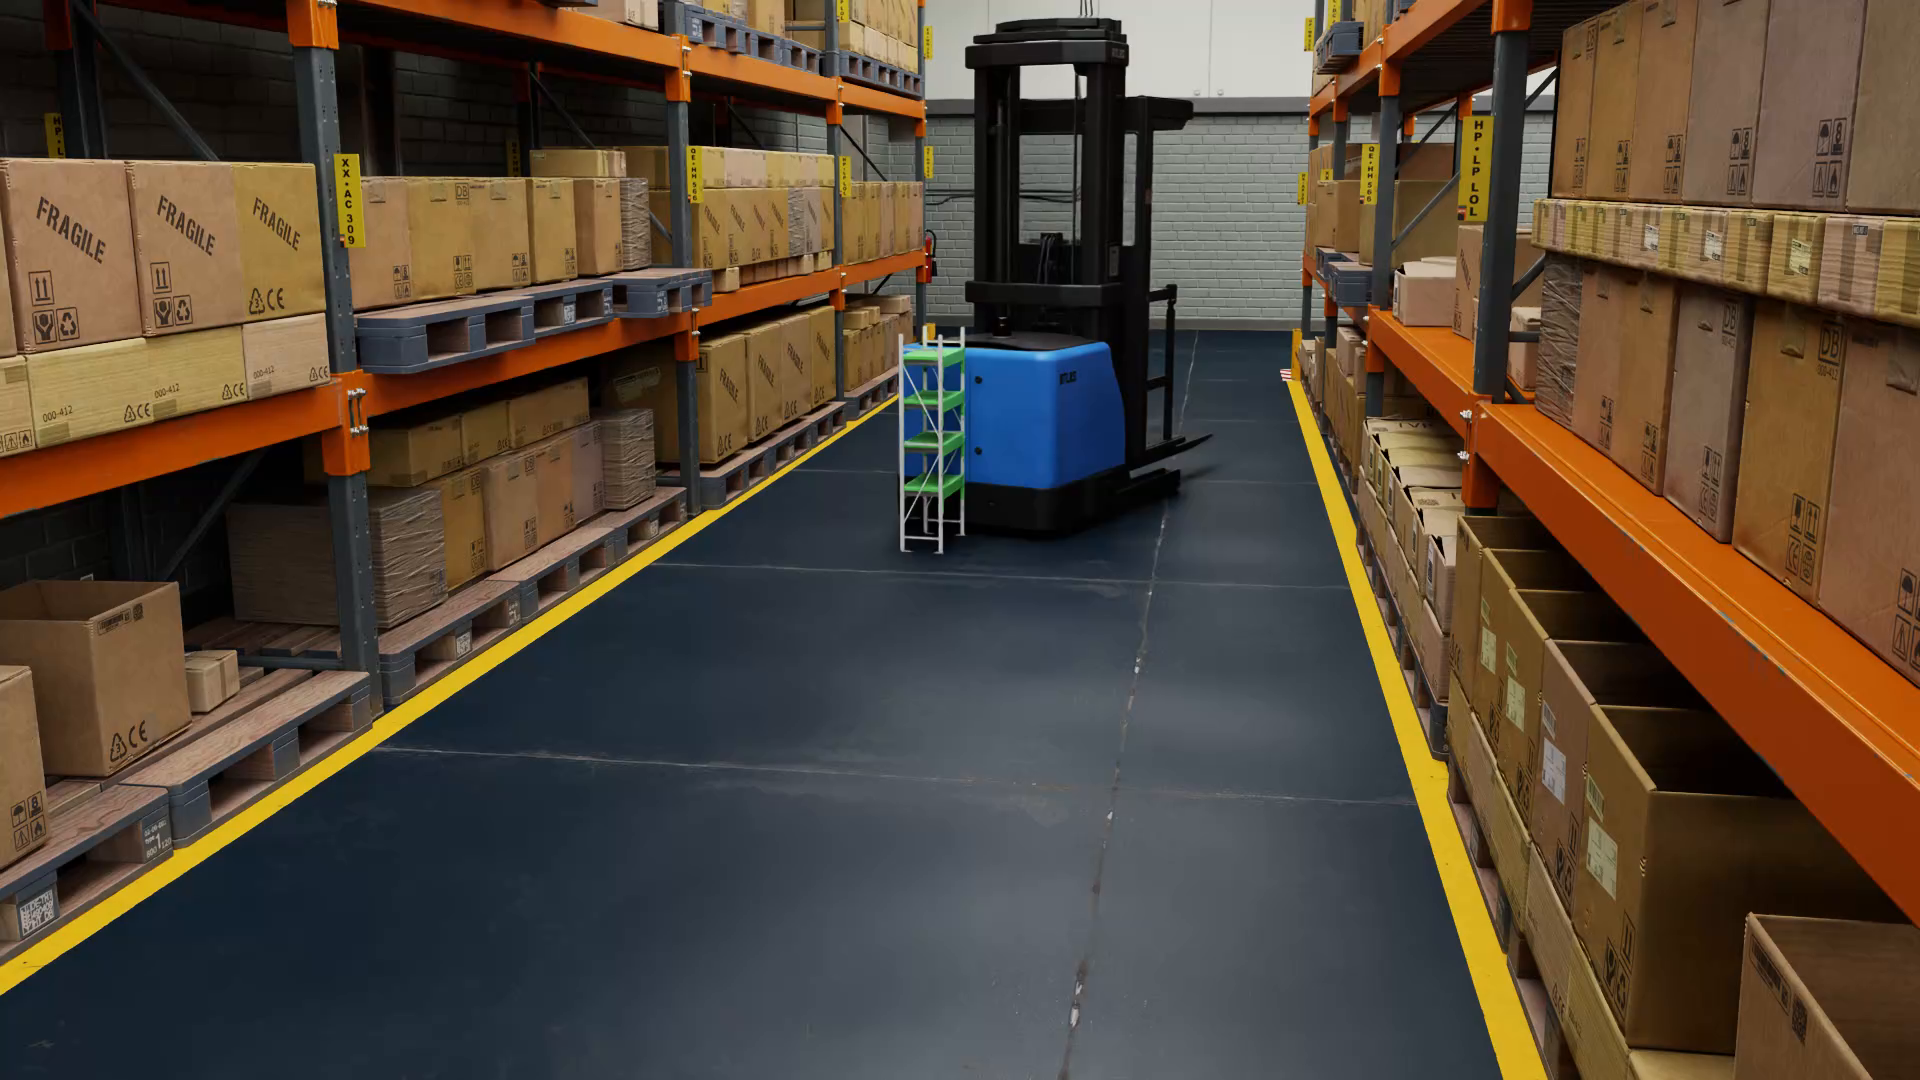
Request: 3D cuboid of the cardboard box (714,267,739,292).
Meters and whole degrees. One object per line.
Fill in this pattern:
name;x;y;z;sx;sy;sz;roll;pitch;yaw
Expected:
cardboard box;-1.645;-1.684;10.738;0.380;0.149;0.250;2;12;10

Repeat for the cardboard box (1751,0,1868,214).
cardboard box;1.813;-0.812;2.825;0.700;0.500;0.500;2;12;9

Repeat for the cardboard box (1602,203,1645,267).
cardboard box;1.795;-0.743;4.043;0.380;0.149;0.250;1;12;7

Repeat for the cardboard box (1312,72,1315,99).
cardboard box;3.699;-4.432;16.172;0.500;0.250;0.500;2;12;9

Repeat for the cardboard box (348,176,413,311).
cardboard box;-2.600;-1.168;6.510;0.700;0.500;0.500;2;12;9

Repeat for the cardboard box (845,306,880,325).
cardboard box;-0.952;-2.091;15.473;0.380;0.149;0.250;2;12;7

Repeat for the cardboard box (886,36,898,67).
cardboard box;-0.871;-4.566;15.563;0.500;0.250;0.500;2;12;7

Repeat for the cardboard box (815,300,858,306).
cardboard box;-1.208;-2.270;16.305;0.380;0.149;0.250;2;12;9

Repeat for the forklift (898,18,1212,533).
forklift;0.790;-1.737;10.598;1.130;2.935;3.031;7;14;29

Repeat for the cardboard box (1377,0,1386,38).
cardboard box;2.832;-3.079;9.303;0.910;0.500;0.500;2;12;9

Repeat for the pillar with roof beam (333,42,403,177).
pillar with roof beam;1.102;-4.182;7.539;9.100;9.000;0.400;2;12;9

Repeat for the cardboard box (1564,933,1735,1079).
cardboard box;1.499;1.002;3.252;0.500;0.250;0.500;2;12;9

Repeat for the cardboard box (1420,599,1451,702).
cardboard box;1.961;0.404;6.029;0.500;0.250;0.500;2;12;8

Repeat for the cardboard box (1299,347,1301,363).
cardboard box;3.586;-1.839;16.588;0.380;0.166;0.250;2;12;9

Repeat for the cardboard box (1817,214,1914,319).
cardboard box;1.558;-0.418;2.537;0.380;0.149;0.250;2;12;9

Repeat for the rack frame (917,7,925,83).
rack frame;-0.866;-6.230;17.040;1.000;3.000;0.127;2;12;9

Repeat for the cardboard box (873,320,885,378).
cardboard box;-1.104;-1.811;15.714;0.700;0.500;0.500;2;12;10

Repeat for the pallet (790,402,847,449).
pallet;-1.526;-0.938;13.345;1.003;0.211;1.213;2;12;9

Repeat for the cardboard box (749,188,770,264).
cardboard box;-1.602;-2.140;11.315;0.500;0.500;0.500;2;12;8

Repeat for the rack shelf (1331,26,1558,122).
rack shelf;3.106;-3.003;10.895;1.077;0.370;4.000;2;12;9

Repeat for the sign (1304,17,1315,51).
sign;3.493;-5.048;16.604;0.100;0.325;0.005;2;12;9

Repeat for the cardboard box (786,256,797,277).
cardboard box;-1.439;-2.060;12.482;0.380;0.149;0.250;2;12;9

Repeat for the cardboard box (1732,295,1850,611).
cardboard box;1.811;-0.165;2.901;0.700;0.500;0.500;2;12;9

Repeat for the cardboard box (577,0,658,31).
cardboard box;-1.941;-2.906;8.900;0.500;0.311;0.500;2;12;9

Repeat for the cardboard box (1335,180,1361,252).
cardboard box;3.077;-2.322;11.914;0.700;0.500;0.500;4;13;18

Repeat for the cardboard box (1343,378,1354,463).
cardboard box;2.790;-0.775;10.859;0.500;0.500;0.500;1;12;7

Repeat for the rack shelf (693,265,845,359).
rack shelf;-1.789;-1.696;11.952;1.077;0.370;4.000;2;12;9

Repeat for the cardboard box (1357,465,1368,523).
cardboard box;2.428;-0.234;8.987;0.500;0.250;0.500;2;12;8

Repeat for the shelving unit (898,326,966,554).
shelving unit;-0.152;-0.566;9.272;0.258;1.200;0.503;3;13;14

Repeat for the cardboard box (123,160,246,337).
cardboard box;-2.550;-0.889;5.029;0.500;0.500;0.500;2;12;8

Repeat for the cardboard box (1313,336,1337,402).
cardboard box;3.221;-1.425;13.877;0.500;0.500;0.500;2;12;9

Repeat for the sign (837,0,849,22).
sign;-0.944;-4.322;13.332;0.100;0.325;0.005;2;12;9

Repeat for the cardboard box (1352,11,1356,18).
cardboard box;3.220;-4.052;13.225;0.500;0.250;0.500;2;12;9

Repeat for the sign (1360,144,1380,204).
sign;2.261;-2.015;9.162;0.100;0.325;0.005;2;12;9

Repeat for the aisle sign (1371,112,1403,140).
aisle sign;4.342;-4.412;16.677;0.394;0.787;0.004;2;12;9

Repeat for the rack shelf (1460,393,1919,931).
rack shelf;1.876;0.129;3.483;1.077;0.370;4.000;2;12;9

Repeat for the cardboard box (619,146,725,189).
cardboard box;-1.768;-2.294;10.249;0.500;0.250;0.500;2;12;10

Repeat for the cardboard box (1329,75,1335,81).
cardboard box;3.226;-3.807;13.276;0.500;0.250;0.500;2;12;9

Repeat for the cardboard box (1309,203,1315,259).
cardboard box;3.546;-2.890;15.548;0.500;0.500;0.500;2;12;8

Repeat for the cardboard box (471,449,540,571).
cardboard box;-2.467;-0.160;8.005;0.700;0.500;0.500;2;12;9

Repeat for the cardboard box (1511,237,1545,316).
cardboard box;2.399;-0.957;6.577;0.500;0.500;0.500;3;12;13

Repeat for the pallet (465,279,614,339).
pallet;-2.361;-1.124;8.046;1.003;0.211;1.213;2;12;9

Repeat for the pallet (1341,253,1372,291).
pallet;3.093;-1.783;11.103;1.003;0.211;1.213;2;12;9

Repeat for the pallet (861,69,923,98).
pallet;-0.970;-4.565;16.647;1.003;0.211;1.213;2;12;9

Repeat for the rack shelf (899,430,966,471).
rack shelf;-0.152;-0.504;9.285;0.258;0.148;0.480;3;13;14

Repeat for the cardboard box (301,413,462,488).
cardboard box;-2.551;-0.404;7.358;0.500;0.250;0.500;2;12;7

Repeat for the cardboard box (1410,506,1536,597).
cardboard box;2.036;0.023;6.464;0.500;0.311;0.500;2;12;10

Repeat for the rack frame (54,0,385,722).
rack frame;-2.712;-0.799;6.081;1.000;3.000;0.127;2;12;9

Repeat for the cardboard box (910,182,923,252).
cardboard box;-0.935;-3.337;17.146;0.980;0.700;0.700;2;12;11

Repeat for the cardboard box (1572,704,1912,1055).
cardboard box;1.496;0.636;3.173;0.500;0.500;0.500;2;12;9

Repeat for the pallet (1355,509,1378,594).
pallet;2.633;0.061;8.708;1.003;0.211;1.213;2;12;9

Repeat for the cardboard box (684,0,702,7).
cardboard box;-2.049;-3.577;10.568;0.700;0.500;0.500;1;12;6

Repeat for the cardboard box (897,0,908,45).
cardboard box;-0.797;-5.046;16.008;0.500;0.500;0.500;2;12;10

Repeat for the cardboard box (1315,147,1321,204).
cardboard box;3.468;-3.272;14.946;0.500;0.500;0.500;2;12;8

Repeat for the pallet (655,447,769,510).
pallet;-1.901;-0.430;10.988;1.003;0.211;1.213;2;12;9
